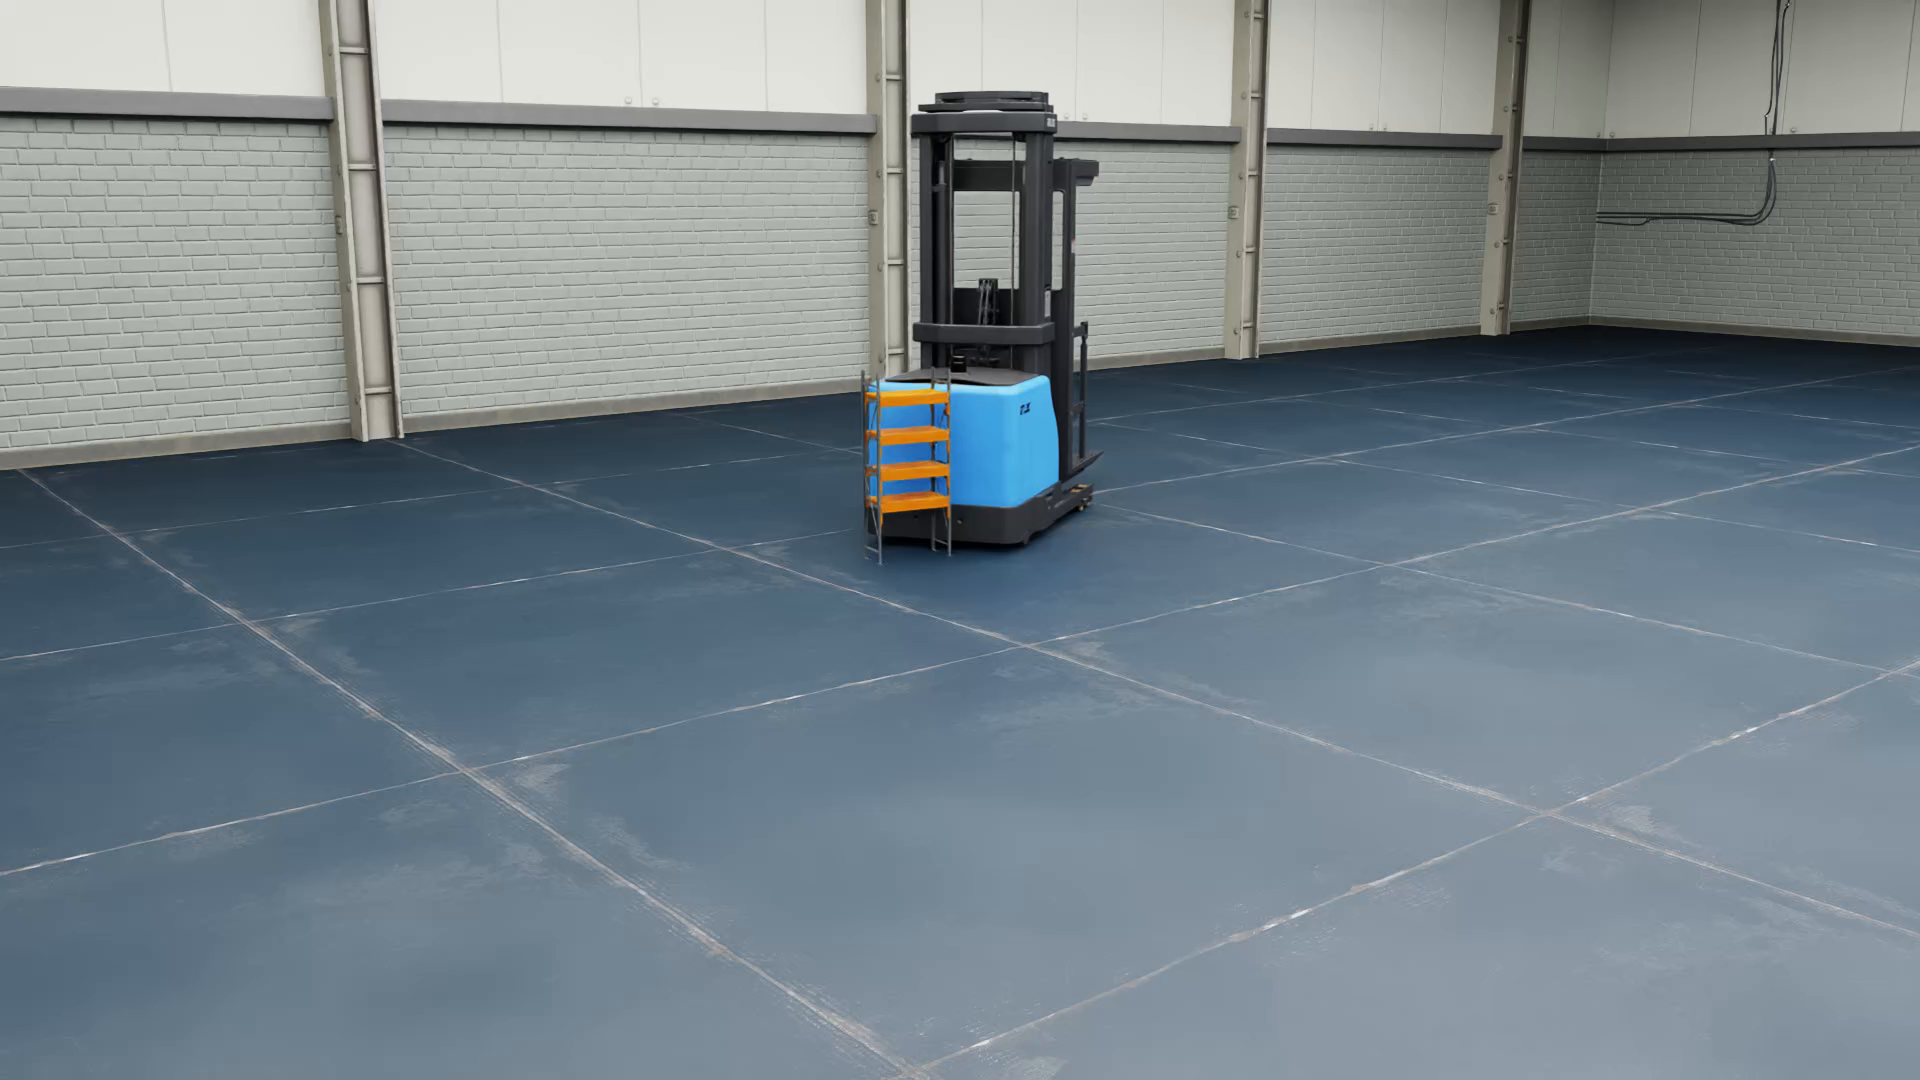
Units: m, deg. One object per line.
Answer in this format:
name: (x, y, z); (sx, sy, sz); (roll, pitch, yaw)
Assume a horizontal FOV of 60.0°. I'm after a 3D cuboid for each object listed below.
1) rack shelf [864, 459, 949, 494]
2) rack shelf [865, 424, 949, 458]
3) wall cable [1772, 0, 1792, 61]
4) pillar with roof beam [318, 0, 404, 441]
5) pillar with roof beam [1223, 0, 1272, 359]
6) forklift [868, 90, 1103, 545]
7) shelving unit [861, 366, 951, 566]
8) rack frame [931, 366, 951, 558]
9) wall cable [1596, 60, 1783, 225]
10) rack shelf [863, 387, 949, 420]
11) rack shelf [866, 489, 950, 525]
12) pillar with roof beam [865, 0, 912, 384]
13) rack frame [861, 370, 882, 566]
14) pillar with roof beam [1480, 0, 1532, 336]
rack shelf: (-0.336, -0.404, 10.467); (0.480, 0.148, 0.258); (-6, 14, -28)
rack shelf: (-0.336, -0.623, 10.421); (0.480, 0.148, 0.258); (-6, 14, -28)
wall cable: (13.386, -8.383, 24.260); (0.112, 2.526, 3.097); (-9, 15, -38)
pillar with roof beam: (-2.797, -4.669, 11.450); (0.400, 9.000, 9.100); (-9, 15, -38)
pillar with roof beam: (6.574, -6.226, 18.783); (0.400, 9.000, 9.100); (-9, 15, -38)
forklift: (0.346, -1.663, 11.903); (1.130, 2.935, 3.031); (4, 13, 18)
shelving unit: (-0.336, -0.470, 10.453); (0.503, 1.200, 0.258); (-6, 14, -28)
rack frame: (-0.122, -0.494, 10.566); (0.015, 1.200, 0.240); (-6, 14, -28)
wall cable: (11.696, -6.351, 26.851); (0.112, 2.526, 3.097); (-9, 15, -38)
rack shelf: (-0.336, -0.854, 10.371); (0.480, 0.148, 0.258); (-6, 14, -28)
rack shelf: (-0.336, -0.210, 10.508); (0.480, 0.148, 0.258); (-6, 14, -28)
pillar with roof beam: (1.888, -5.447, 15.117); (0.400, 9.000, 9.100); (-9, 15, -38)
rack frame: (-0.551, -0.446, 10.340); (0.015, 1.200, 0.240); (-6, 14, -28)
pillar with roof beam: (11.259, -7.004, 22.450); (0.400, 9.000, 9.100); (-9, 15, -38)
